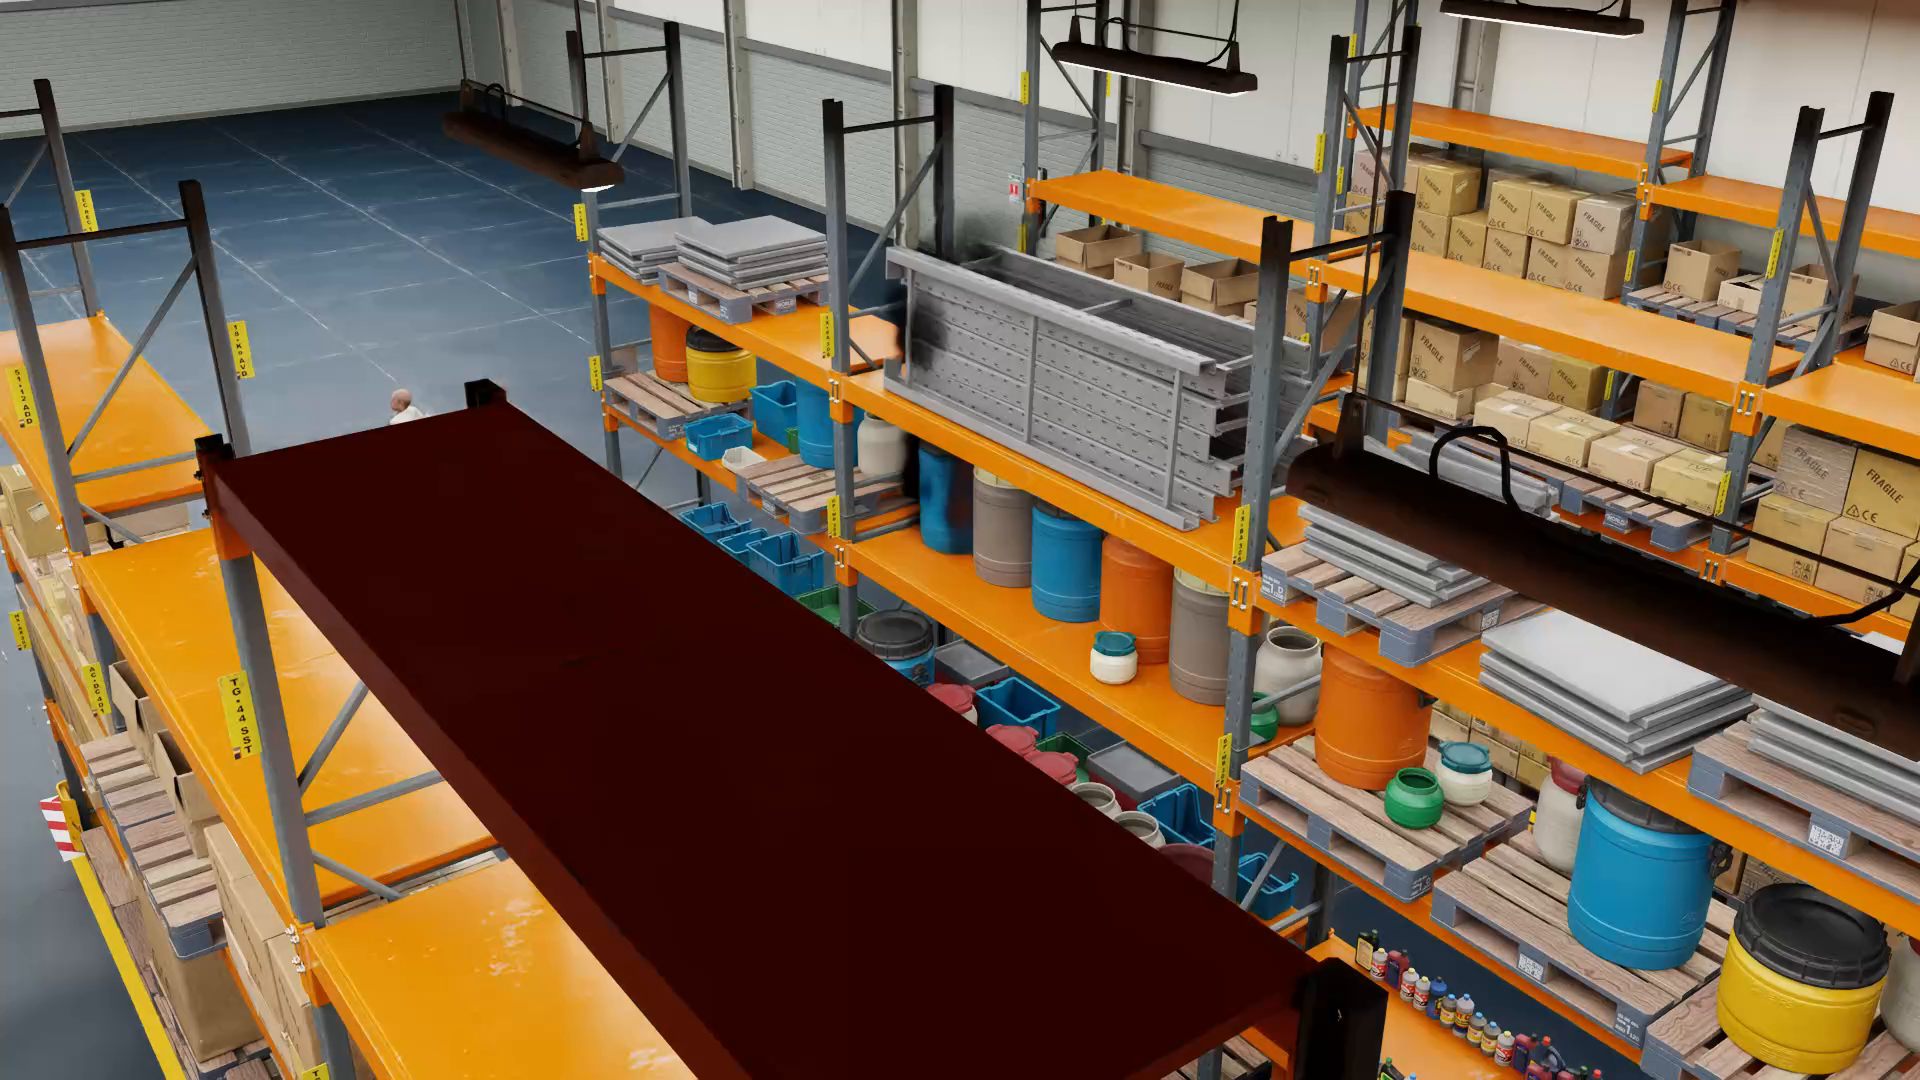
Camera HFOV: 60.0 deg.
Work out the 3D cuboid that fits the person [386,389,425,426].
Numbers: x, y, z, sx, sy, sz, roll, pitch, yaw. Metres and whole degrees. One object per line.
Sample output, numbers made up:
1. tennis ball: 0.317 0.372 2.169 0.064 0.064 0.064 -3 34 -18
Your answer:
1. person: -6.201 -0.859 18.709 1.027 1.754 0.714 -6 26 -14
